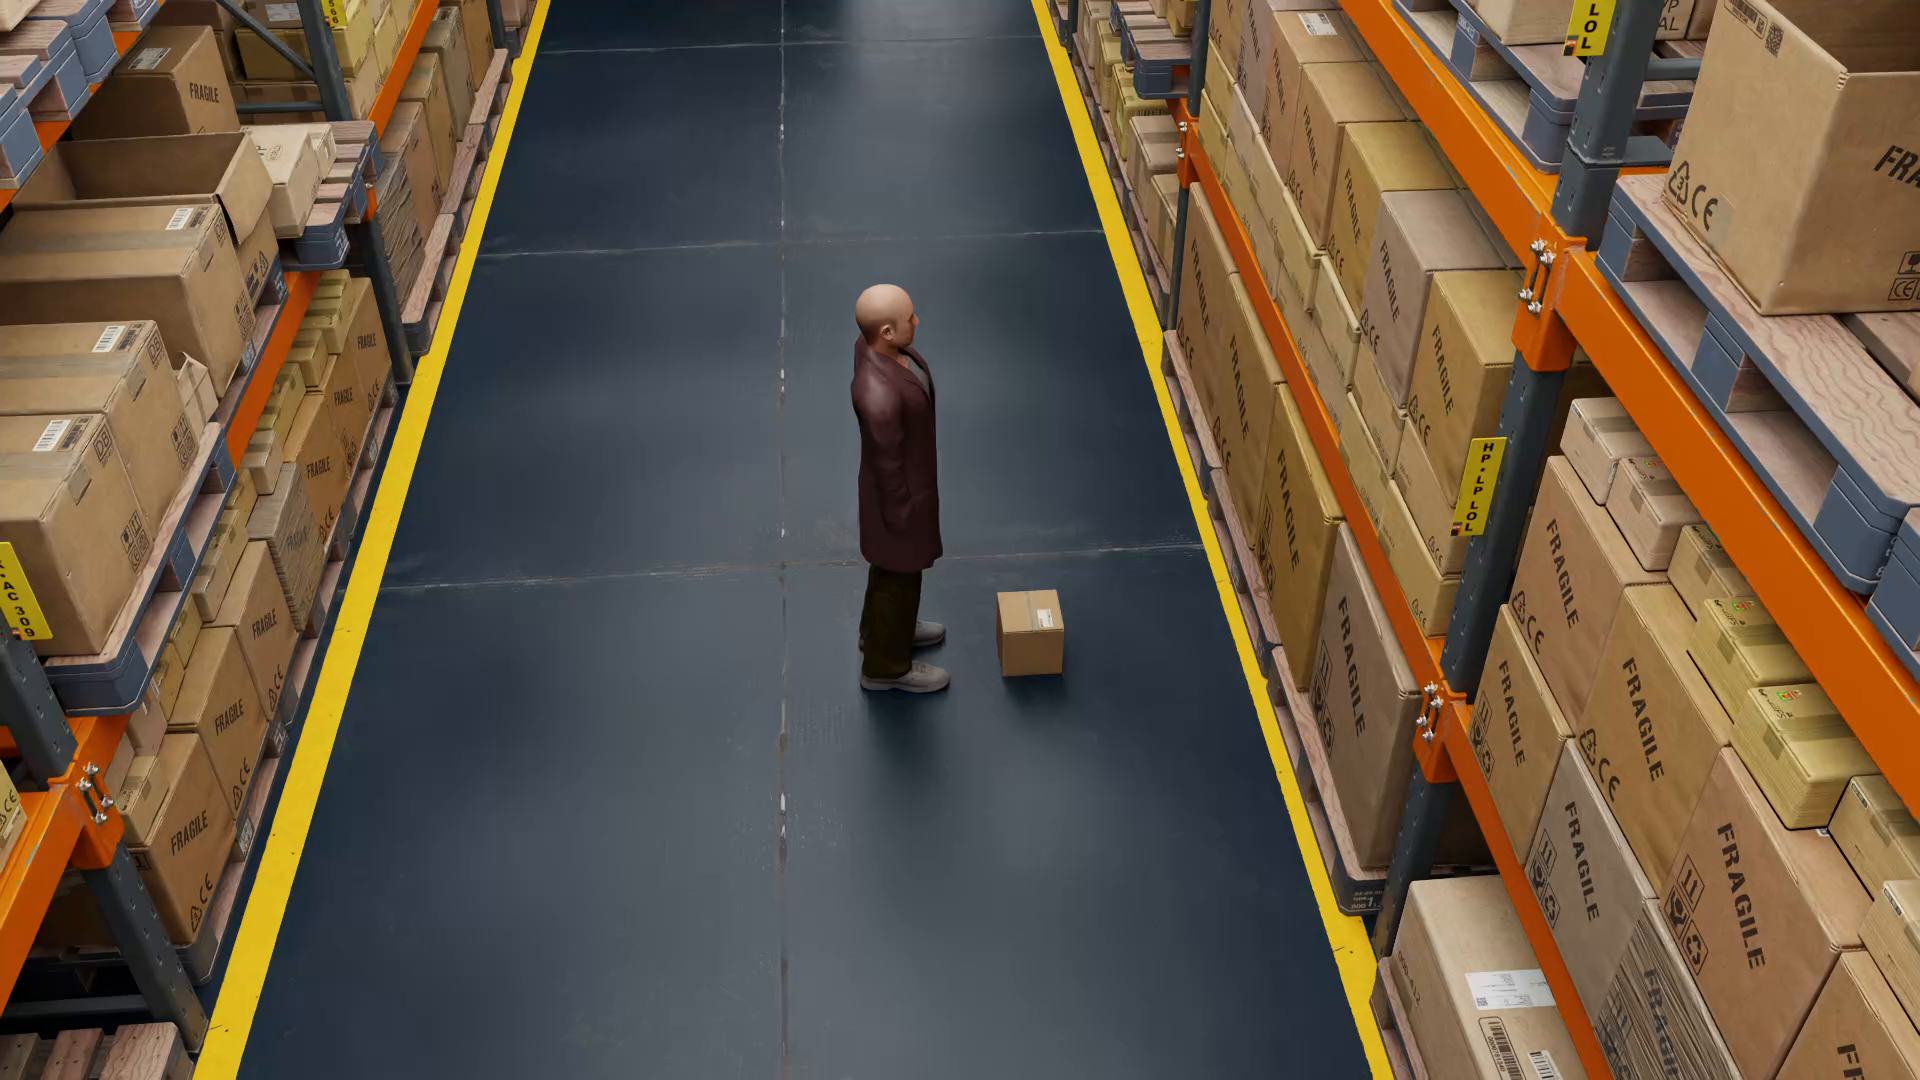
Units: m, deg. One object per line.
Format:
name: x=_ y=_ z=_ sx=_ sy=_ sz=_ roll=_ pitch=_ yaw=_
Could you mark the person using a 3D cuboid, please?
person: x=-0.235 y=-0.198 z=6.415 sx=0.377 sy=1.778 sz=0.559 roll=-2 pitch=39 yaw=-3
